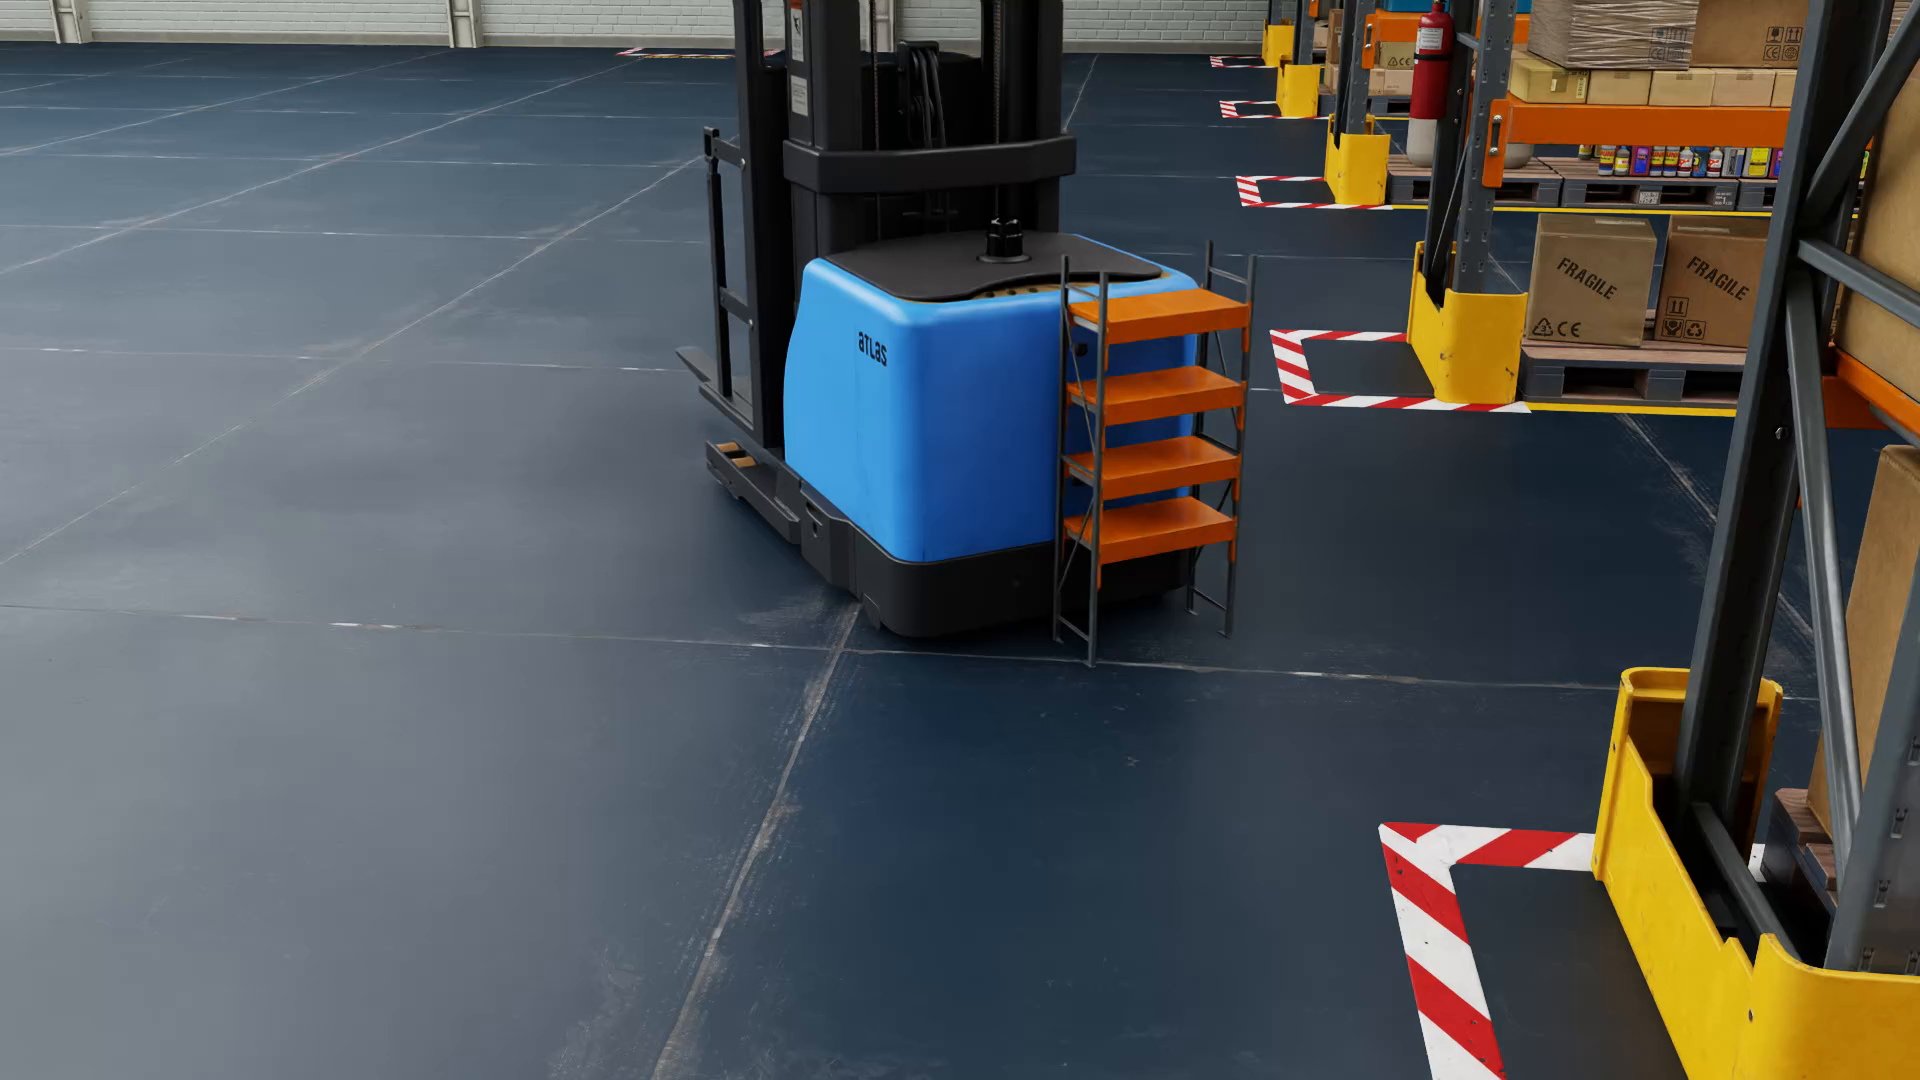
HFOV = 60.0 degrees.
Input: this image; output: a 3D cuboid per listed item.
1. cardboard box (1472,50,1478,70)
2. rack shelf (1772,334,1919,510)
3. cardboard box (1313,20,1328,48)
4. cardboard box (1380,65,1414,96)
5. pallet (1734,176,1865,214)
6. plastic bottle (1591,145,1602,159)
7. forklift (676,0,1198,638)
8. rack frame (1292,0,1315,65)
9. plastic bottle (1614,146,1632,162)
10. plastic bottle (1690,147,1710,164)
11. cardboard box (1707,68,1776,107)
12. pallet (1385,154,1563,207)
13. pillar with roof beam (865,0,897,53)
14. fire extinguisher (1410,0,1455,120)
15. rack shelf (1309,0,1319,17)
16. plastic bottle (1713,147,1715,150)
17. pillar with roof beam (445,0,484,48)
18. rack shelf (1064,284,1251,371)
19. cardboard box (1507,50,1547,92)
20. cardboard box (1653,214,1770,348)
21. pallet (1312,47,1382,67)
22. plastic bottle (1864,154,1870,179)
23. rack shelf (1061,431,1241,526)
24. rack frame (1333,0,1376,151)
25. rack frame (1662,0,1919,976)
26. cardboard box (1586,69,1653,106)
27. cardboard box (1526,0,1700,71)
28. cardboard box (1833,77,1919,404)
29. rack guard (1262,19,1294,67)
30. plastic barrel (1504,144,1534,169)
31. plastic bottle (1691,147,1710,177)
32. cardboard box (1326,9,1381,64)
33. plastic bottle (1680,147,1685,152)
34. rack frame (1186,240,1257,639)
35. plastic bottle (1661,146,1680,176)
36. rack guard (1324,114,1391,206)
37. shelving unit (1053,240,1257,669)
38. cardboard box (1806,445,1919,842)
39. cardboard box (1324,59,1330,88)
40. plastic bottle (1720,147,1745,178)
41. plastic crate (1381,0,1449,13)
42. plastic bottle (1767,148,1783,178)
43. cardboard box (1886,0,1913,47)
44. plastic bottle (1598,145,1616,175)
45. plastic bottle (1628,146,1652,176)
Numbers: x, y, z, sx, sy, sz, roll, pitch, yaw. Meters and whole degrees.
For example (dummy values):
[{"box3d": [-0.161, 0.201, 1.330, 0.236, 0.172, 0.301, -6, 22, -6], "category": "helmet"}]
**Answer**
[{"box3d": [4.995, -4.963, 16.563, 0.500, 0.500, 0.500, 2, 22, 6], "category": "cardboard box"}, {"box3d": [3.626, 0.004, 2.828, 4.000, 0.370, 1.077, 2, 22, 6], "category": "rack shelf"}, {"box3d": [4.749, -6.540, 21.462, 0.500, 0.311, 0.500, 0, 22, 0], "category": "cardboard box"}, {"box3d": [4.497, -4.632, 16.745, 0.500, 0.250, 0.500, 2, 22, 6], "category": "cardboard box"}, {"box3d": [6.217, -2.606, 12.245, 1.213, 0.211, 1.003, 2, 22, 6], "category": "pallet"}, {"box3d": [4.901, -3.056, 12.685, 0.133, 0.283, 0.061, 3, 22, 8], "category": "plastic bottle"}, {"box3d": [-0.338, -1.574, 5.935, 1.130, 2.935, 3.031, -10, 24, -23], "category": "forklift"}, {"box3d": [3.494, -5.840, 16.632, 0.127, 3.000, 1.000, 2, 22, 6], "category": "rack frame"}, {"box3d": [5.017, -2.994, 12.530, 0.133, 0.283, 0.061, 2, 22, 6], "category": "plastic bottle"}, {"box3d": [5.524, -2.955, 12.440, 0.135, 0.276, 0.152, 2, 22, 6], "category": "plastic bottle"}, {"box3d": [3.322, -1.970, 7.185, 0.250, 0.149, 0.380, 2, 22, 6], "category": "cardboard box"}, {"box3d": [3.794, -2.712, 12.512, 1.213, 0.211, 1.003, 2, 22, 6], "category": "pallet"}, {"box3d": [-1.595, -9.412, 17.508, 0.400, 9.000, 9.100, 2, 22, 6], "category": "pillar with roof beam"}, {"box3d": [2.265, -2.361, 7.937, 0.183, 0.674, 0.296, 2, 22, 6], "category": "fire extinguisher"}, {"box3d": [5.480, -5.419, 16.546, 4.000, 0.370, 1.077, 2, 22, 6], "category": "rack shelf"}, {"box3d": [5.780, -3.017, 12.588, 0.133, 0.283, 0.061, 3, 22, 9], "category": "plastic bottle"}, {"box3d": [-7.553, -9.672, 18.165, 0.400, 9.000, 9.100, 2, 22, 6], "category": "pillar with roof beam"}, {"box3d": [0.566, -0.617, 4.799, 0.480, 0.148, 0.258, -10, 24, -24], "category": "rack shelf"}, {"box3d": [2.631, -2.170, 7.690, 0.250, 0.149, 0.380, 2, 22, 6], "category": "cardboard box"}, {"box3d": [3.540, -1.210, 7.749, 0.500, 0.500, 0.500, 8, 23, 20], "category": "cardboard box"}, {"box3d": [4.951, -6.301, 21.590, 1.213, 0.211, 1.003, 2, 22, 6], "category": "pallet"}, {"box3d": [6.482, -2.664, 11.806, 0.097, 0.201, 0.097, 0, 22, 0], "category": "plastic bottle"}, {"box3d": [0.566, -0.189, 4.968, 0.480, 0.148, 0.258, -10, 24, -24], "category": "rack shelf"}, {"box3d": [2.907, -4.032, 12.058, 0.127, 3.000, 1.000, 2, 22, 6], "category": "rack frame"}, {"box3d": [1.640, -0.417, 2.915, 0.127, 3.000, 1.000, 2, 22, 6], "category": "rack frame"}, {"box3d": [2.825, -1.990, 7.234, 0.250, 0.149, 0.380, 2, 22, 6], "category": "cardboard box"}, {"box3d": [2.867, -2.375, 7.326, 0.500, 0.500, 0.875, 2, 22, 6], "category": "cardboard box"}, {"box3d": [2.014, -0.487, 2.889, 0.550, 0.550, 0.875, 2, 22, 6], "category": "cardboard box"}, {"box3d": [4.148, -6.483, 21.659, 0.348, 0.500, 1.175, 2, 22, 6], "category": "rack guard"}, {"box3d": [4.067, -3.048, 12.382, 0.421, 0.512, 0.421, 0, 22, 0], "category": "plastic barrel"}, {"box3d": [5.312, -2.748, 11.922, 0.097, 0.271, 0.097, 0, 22, 0], "category": "plastic bottle"}, {"box3d": [4.061, -5.191, 17.139, 0.500, 0.500, 0.500, 2, 22, 6], "category": "cardboard box"}, {"box3d": [5.517, -3.045, 12.566, 0.185, 0.351, 0.144, 2, 22, 6], "category": "plastic bottle"}, {"box3d": [0.786, -0.290, 5.042, 0.015, 1.200, 0.240, -10, 24, -24], "category": "rack frame"}, {"box3d": [5.110, -2.756, 11.945, 0.097, 0.271, 0.097, 0, 22, 0], "category": "plastic bottle"}, {"box3d": [2.988, -2.883, 12.553, 0.348, 0.500, 1.175, 2, 22, 6], "category": "rack guard"}, {"box3d": [0.566, -0.251, 4.944, 0.503, 1.200, 0.258, -10, 24, -24], "category": "shelving unit"}, {"box3d": [2.321, 0.381, 3.215, 0.875, 0.875, 0.875, 3, 22, 7], "category": "cardboard box"}, {"box3d": [4.061, -4.842, 17.275, 0.500, 0.250, 0.500, 2, 22, 6], "category": "cardboard box"}, {"box3d": [5.534, -2.750, 11.923, 0.135, 0.276, 0.152, 3, 22, 7], "category": "plastic bottle"}, {"box3d": [3.439, -4.050, 12.307, 0.616, 0.251, 0.499, 2, 22, 6], "category": "plastic crate"}, {"box3d": [5.848, -2.723, 11.844, 0.133, 0.283, 0.061, 4, 22, 10], "category": "plastic bottle"}, {"box3d": [3.869, -2.359, 7.287, 0.500, 0.500, 0.875, 2, 22, 6], "category": "cardboard box"}, {"box3d": [4.671, -2.776, 11.993, 0.097, 0.271, 0.097, 0, 22, 0], "category": "plastic bottle"}, {"box3d": [4.893, -2.765, 11.949, 0.133, 0.283, 0.061, 3, 22, 7], "category": "plastic bottle"}]
